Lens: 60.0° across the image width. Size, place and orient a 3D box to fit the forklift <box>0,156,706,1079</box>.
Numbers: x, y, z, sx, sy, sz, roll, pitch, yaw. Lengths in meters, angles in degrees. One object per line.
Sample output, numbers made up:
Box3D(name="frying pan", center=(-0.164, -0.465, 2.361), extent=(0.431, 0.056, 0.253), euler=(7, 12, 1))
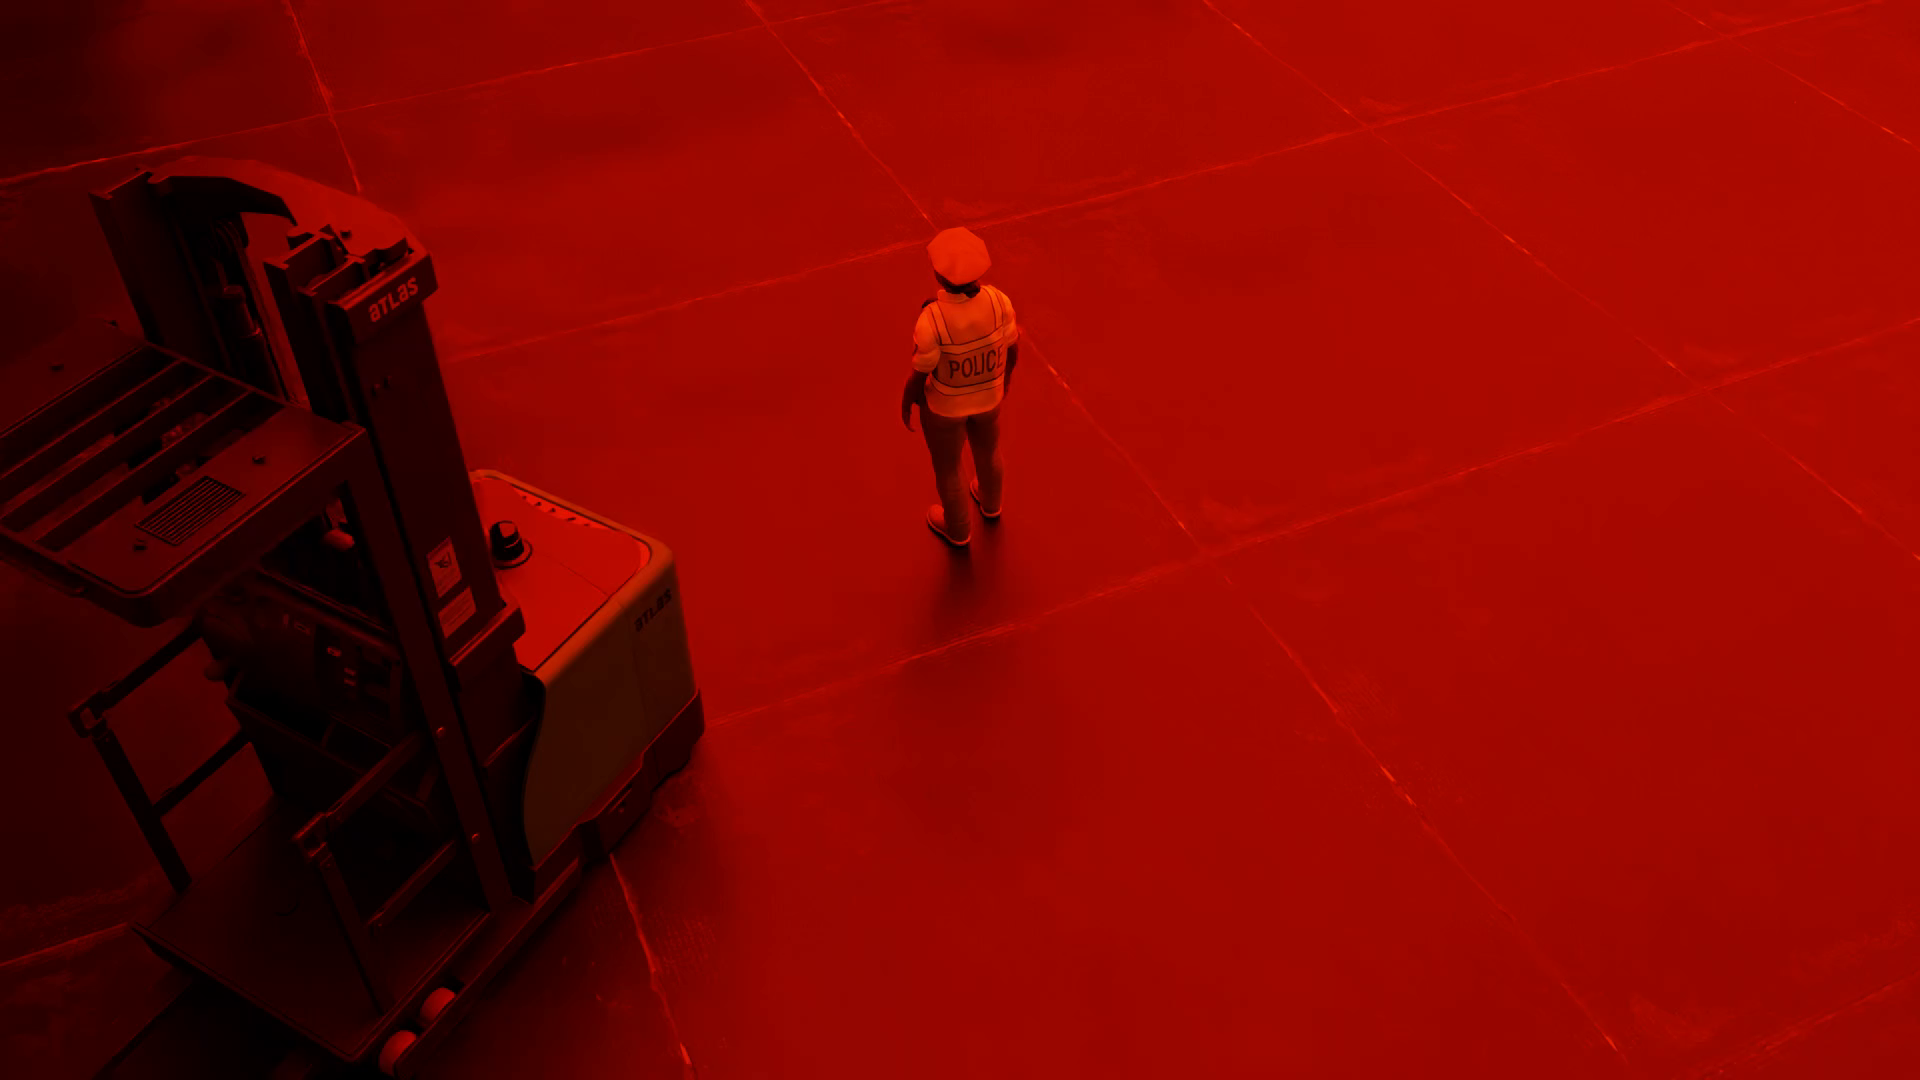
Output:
Box3D(name="forklift", center=(-2.230, 0.444, 5.204), extent=(1.130, 2.935, 3.031), euler=(22, 47, 22))

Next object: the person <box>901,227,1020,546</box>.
Box3D(name="person", center=(-0.013, -0.677, 7.301), extent=(0.569, 1.695, 0.530), euler=(-18, 46, -18))
